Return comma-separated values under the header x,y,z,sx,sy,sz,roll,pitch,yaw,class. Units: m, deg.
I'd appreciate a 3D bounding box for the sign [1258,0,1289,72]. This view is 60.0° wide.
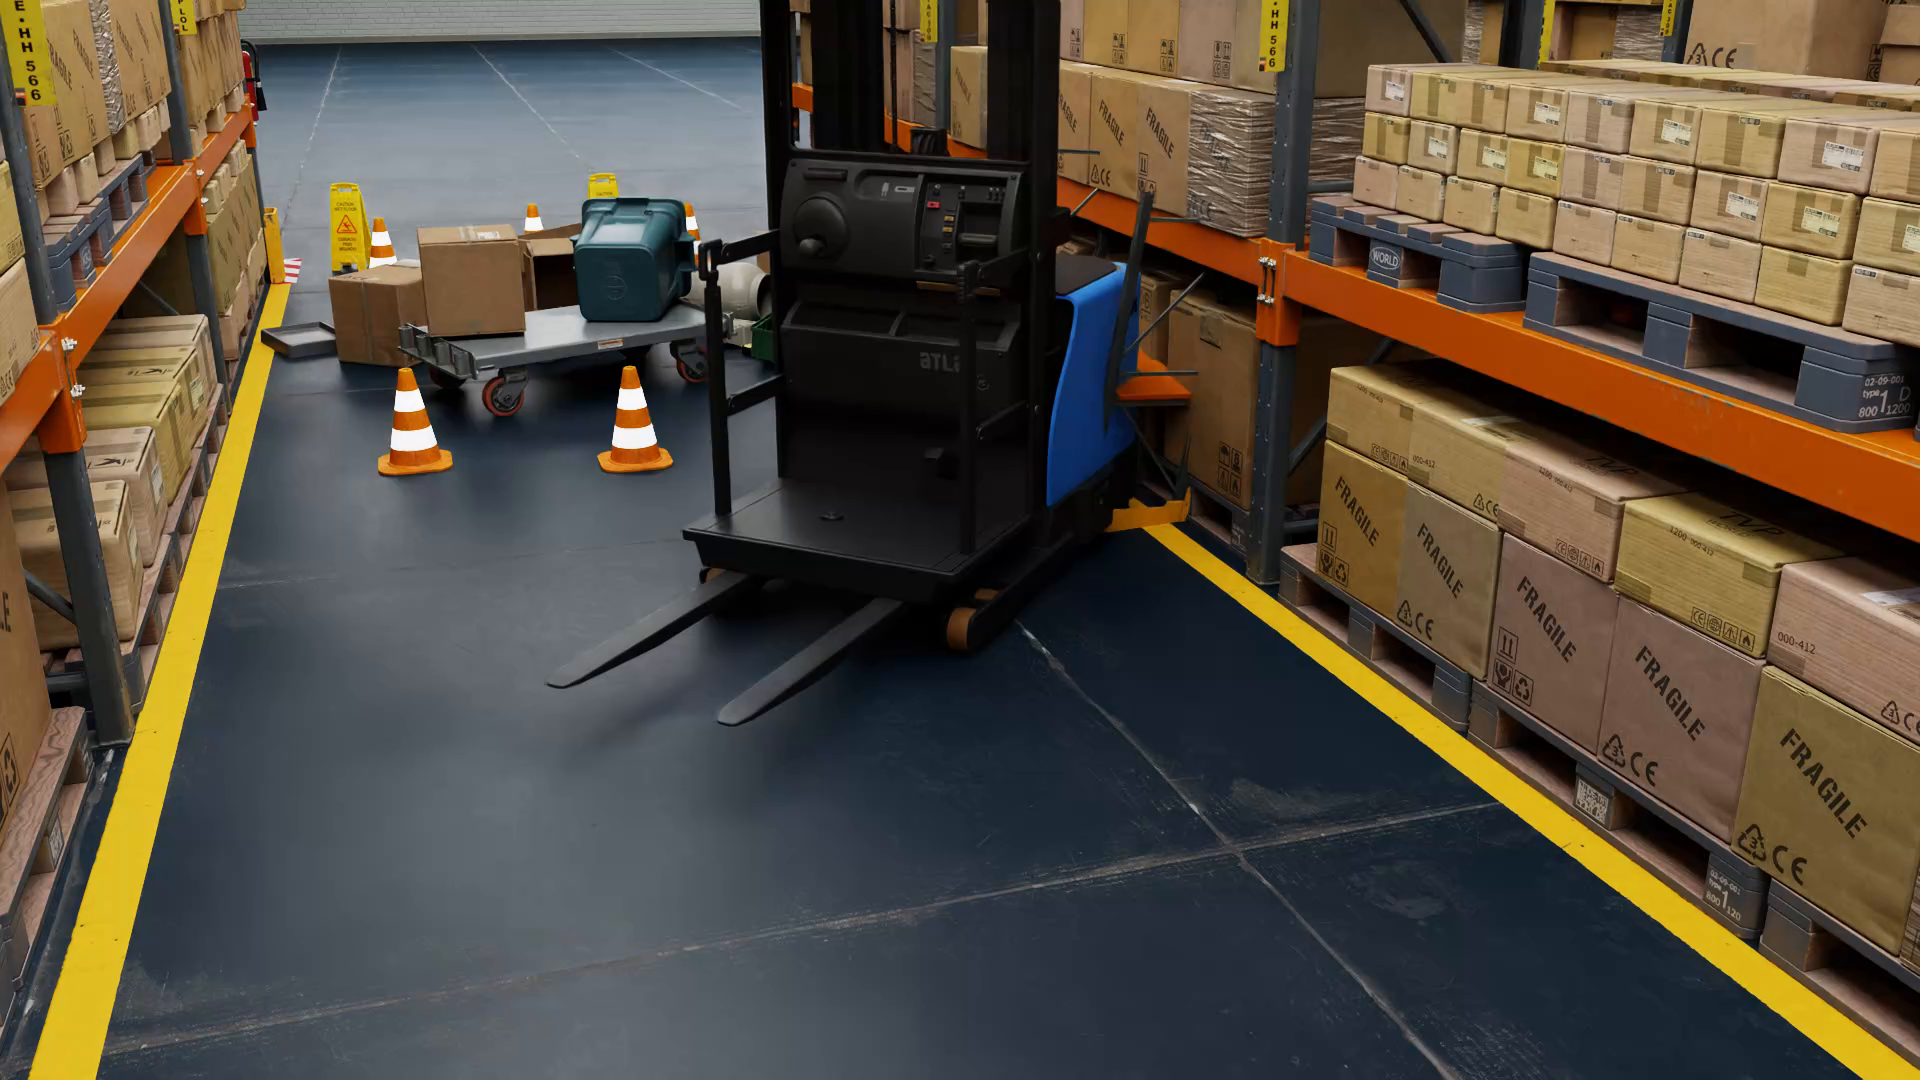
x,y,z,sx,sy,sz,roll,pitch,yaw,class
1.084,-1.784,5.732,0.100,0.325,0.005,-6,21,-17,sign

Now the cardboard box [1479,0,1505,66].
x,y,z,sx,sy,sz,roll,pitch,yaw,class
4.516,-3.894,12.732,0.875,0.500,0.500,-6,21,-17,cardboard box

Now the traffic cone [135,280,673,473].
x,y,z,sx,sy,sz,roll,pitch,yaw,class
-3.060,-1.777,7.710,3.046,2.808,1.723,-6,21,-17,traffic cone

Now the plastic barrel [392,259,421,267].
x,y,z,sx,sy,sz,roll,pitch,yaw,class
-3.486,-1.593,10.726,0.512,0.421,0.421,8,21,20,plastic barrel

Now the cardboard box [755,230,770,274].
x,y,z,sx,sy,sz,roll,pitch,yaw,class
-1.110,-1.796,11.174,0.500,0.500,0.500,-3,20,-8,cardboard box

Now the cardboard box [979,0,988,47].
x,y,z,sx,sy,sz,roll,pitch,yaw,class
0.514,-2.941,9.041,0.700,0.500,0.500,-7,21,-18,cardboard box

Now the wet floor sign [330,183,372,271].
x,y,z,sx,sy,sz,roll,pitch,yaw,class
-4.616,-2.374,12.572,0.267,0.644,0.232,1,20,2,wet floor sign

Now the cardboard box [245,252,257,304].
x,y,z,sx,sy,sz,roll,pitch,yaw,class
-4.738,-1.646,10.508,0.500,0.250,0.500,-7,21,-19,cardboard box

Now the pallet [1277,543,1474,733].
x,y,z,sx,sy,sz,roll,pitch,yaw,class
1.854,0.264,5.868,1.003,0.211,1.213,-6,21,-17,pallet

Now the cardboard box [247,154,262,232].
x,y,z,sx,sy,sz,roll,pitch,yaw,class
-3.210,-0.897,5.111,0.853,1.989,13.684,-6,21,-17,cardboard box

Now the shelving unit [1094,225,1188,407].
x,y,z,sx,sy,sz,roll,pitch,yaw,class
0.600,-0.920,7.217,0.500,1.500,0.985,-4,29,-25,shelving unit

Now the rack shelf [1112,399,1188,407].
x,y,z,sx,sy,sz,roll,pitch,yaw,class
0.591,-0.777,7.254,0.416,0.036,0.922,-4,29,-25,rack shelf

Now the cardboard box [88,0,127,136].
x,y,z,sx,sy,sz,roll,pitch,yaw,class
-3.473,-1.792,6.258,0.500,0.500,0.500,-7,21,-19,cardboard box

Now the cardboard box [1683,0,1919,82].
x,y,z,sx,sy,sz,roll,pitch,yaw,class
5.171,-3.296,10.458,1.134,1.210,1.638,-6,21,-17,cardboard box

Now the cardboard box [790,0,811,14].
x,y,z,sx,sy,sz,roll,pitch,yaw,class
-0.825,-4.322,12.692,0.875,0.550,0.550,-6,21,-17,cardboard box

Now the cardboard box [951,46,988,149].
x,y,z,sx,sy,sz,roll,pitch,yaw,class
0.262,-2.432,9.103,0.500,0.500,0.500,-6,21,-17,cardboard box

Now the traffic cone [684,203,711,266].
x,y,z,sx,sy,sz,roll,pitch,yaw,class
-2.086,-2.351,12.777,0.336,0.463,0.334,-6,21,-17,traffic cone

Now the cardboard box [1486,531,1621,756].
x,y,z,sx,sy,sz,roll,pitch,yaw,class
1.917,0.259,4.834,0.500,0.500,0.500,-7,21,-19,cardboard box

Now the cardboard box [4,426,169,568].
x,y,z,sx,sy,sz,roll,pitch,yaw,class
-3.465,-0.120,6.079,0.950,0.372,0.625,-7,21,-18,cardboard box

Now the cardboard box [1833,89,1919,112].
x,y,z,sx,sy,sz,roll,pitch,yaw,class
2.603,-1.134,4.508,0.380,0.149,0.250,-5,20,-15,cardboard box

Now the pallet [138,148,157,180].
x,y,z,sx,sy,sz,roll,pitch,yaw,class
-4.213,-1.673,7.421,1.003,0.211,1.213,-6,21,-17,pallet

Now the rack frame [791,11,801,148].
x,y,z,sx,sy,sz,roll,pitch,yaw,class
-0.905,-3.866,13.243,1.000,3.000,0.127,-6,21,-17,rack frame

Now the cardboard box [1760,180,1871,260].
x,y,z,sx,sy,sz,roll,pitch,yaw,class
2.137,-0.764,3.916,0.380,0.149,0.250,-6,21,-17,cardboard box

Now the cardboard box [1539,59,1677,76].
x,y,z,sx,sy,sz,roll,pitch,yaw,class
2.199,-1.550,5.664,0.380,0.149,0.250,-7,21,-19,cardboard box

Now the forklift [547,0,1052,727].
x,y,z,sx,sy,sz,roll,pitch,yaw,class
-0.611,-1.335,6.298,2.125,2.935,3.778,9,22,23,forklift

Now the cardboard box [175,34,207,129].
x,y,z,sx,sy,sz,roll,pitch,yaw,class
-4.189,-2.382,8.523,0.500,0.500,0.500,-6,21,-17,cardboard box

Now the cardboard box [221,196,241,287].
x,y,z,sx,sy,sz,roll,pitch,yaw,class
-4.423,-1.669,9.463,0.500,0.500,0.500,-6,20,-15,cardboard box

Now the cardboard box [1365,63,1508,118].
x,y,z,sx,sy,sz,roll,pitch,yaw,class
1.572,-1.488,5.492,0.380,0.149,0.250,-6,21,-17,cardboard box

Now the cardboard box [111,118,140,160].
x,y,z,sx,sy,sz,roll,pitch,yaw,class
-3.584,-1.639,6.792,0.380,0.149,0.250,-6,21,-17,cardboard box

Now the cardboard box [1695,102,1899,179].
x,y,z,sx,sy,sz,roll,pitch,yaw,class
2.061,-0.987,4.098,0.380,0.149,0.250,-7,21,-18,cardboard box

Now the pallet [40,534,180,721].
x,y,z,sx,sy,sz,roll,pitch,yaw,class
-3.302,0.321,5.711,1.003,0.211,1.213,-6,21,-17,pallet

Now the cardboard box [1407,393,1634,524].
x,y,z,sx,sy,sz,roll,pitch,yaw,class
1.756,-0.263,5.179,0.500,0.250,0.500,-7,21,-18,cardboard box

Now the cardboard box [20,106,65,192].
x,y,z,sx,sy,sz,roll,pitch,yaw,class
-2.979,-1.294,4.873,0.500,0.500,0.500,-7,21,-19,cardboard box

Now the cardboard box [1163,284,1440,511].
x,y,z,sx,sy,sz,roll,pitch,yaw,class
1.504,-0.643,6.975,1.050,0.750,0.750,-7,21,-18,cardboard box

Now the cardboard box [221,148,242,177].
x,y,z,sx,sy,sz,roll,pitch,yaw,class
-4.736,-2.364,10.437,0.380,0.149,0.250,-5,20,-15,cardboard box

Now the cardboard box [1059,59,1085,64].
x,y,z,sx,sy,sz,roll,pitch,yaw,class
0.576,-2.109,8.204,0.500,0.500,0.500,-6,21,-17,cardboard box

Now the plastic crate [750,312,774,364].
x,y,z,sx,sy,sz,roll,pitch,yaw,class
-0.946,-1.203,9.902,0.450,0.188,0.662,13,22,7,plastic crate

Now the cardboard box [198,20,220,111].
x,y,z,sx,sy,sz,roll,pitch,yaw,class
-4.514,-2.703,9.417,0.500,0.500,0.500,-7,21,-18,cardboard box

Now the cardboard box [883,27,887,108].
x,y,z,sx,sy,sz,roll,pitch,yaw,class
-0.027,-3.130,10.972,0.875,0.550,0.550,-6,21,-17,cardboard box

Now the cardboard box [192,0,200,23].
x,y,z,sx,sy,sz,roll,pitch,yaw,class
-4.247,-2.846,8.335,0.700,0.500,0.500,-7,21,-18,cardboard box

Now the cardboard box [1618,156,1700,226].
x,y,z,sx,sy,sz,roll,pitch,yaw,class
1.977,-0.929,4.375,0.380,0.149,0.250,-7,21,-18,cardboard box

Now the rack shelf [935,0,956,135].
x,y,z,sx,sy,sz,roll,pitch,yaw,class
8.062,-2.726,10.068,15.905,3.000,4.168,-6,21,-17,rack shelf

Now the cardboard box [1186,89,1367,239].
x,y,z,sx,sy,sz,roll,pitch,yaw,class
1.213,-1.462,6.401,0.500,0.500,0.500,-6,21,-17,cardboard box

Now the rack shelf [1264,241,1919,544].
x,y,z,sx,sy,sz,roll,pitch,yaw,class
2.238,-0.318,4.430,1.077,0.370,4.000,-6,21,-17,rack shelf
